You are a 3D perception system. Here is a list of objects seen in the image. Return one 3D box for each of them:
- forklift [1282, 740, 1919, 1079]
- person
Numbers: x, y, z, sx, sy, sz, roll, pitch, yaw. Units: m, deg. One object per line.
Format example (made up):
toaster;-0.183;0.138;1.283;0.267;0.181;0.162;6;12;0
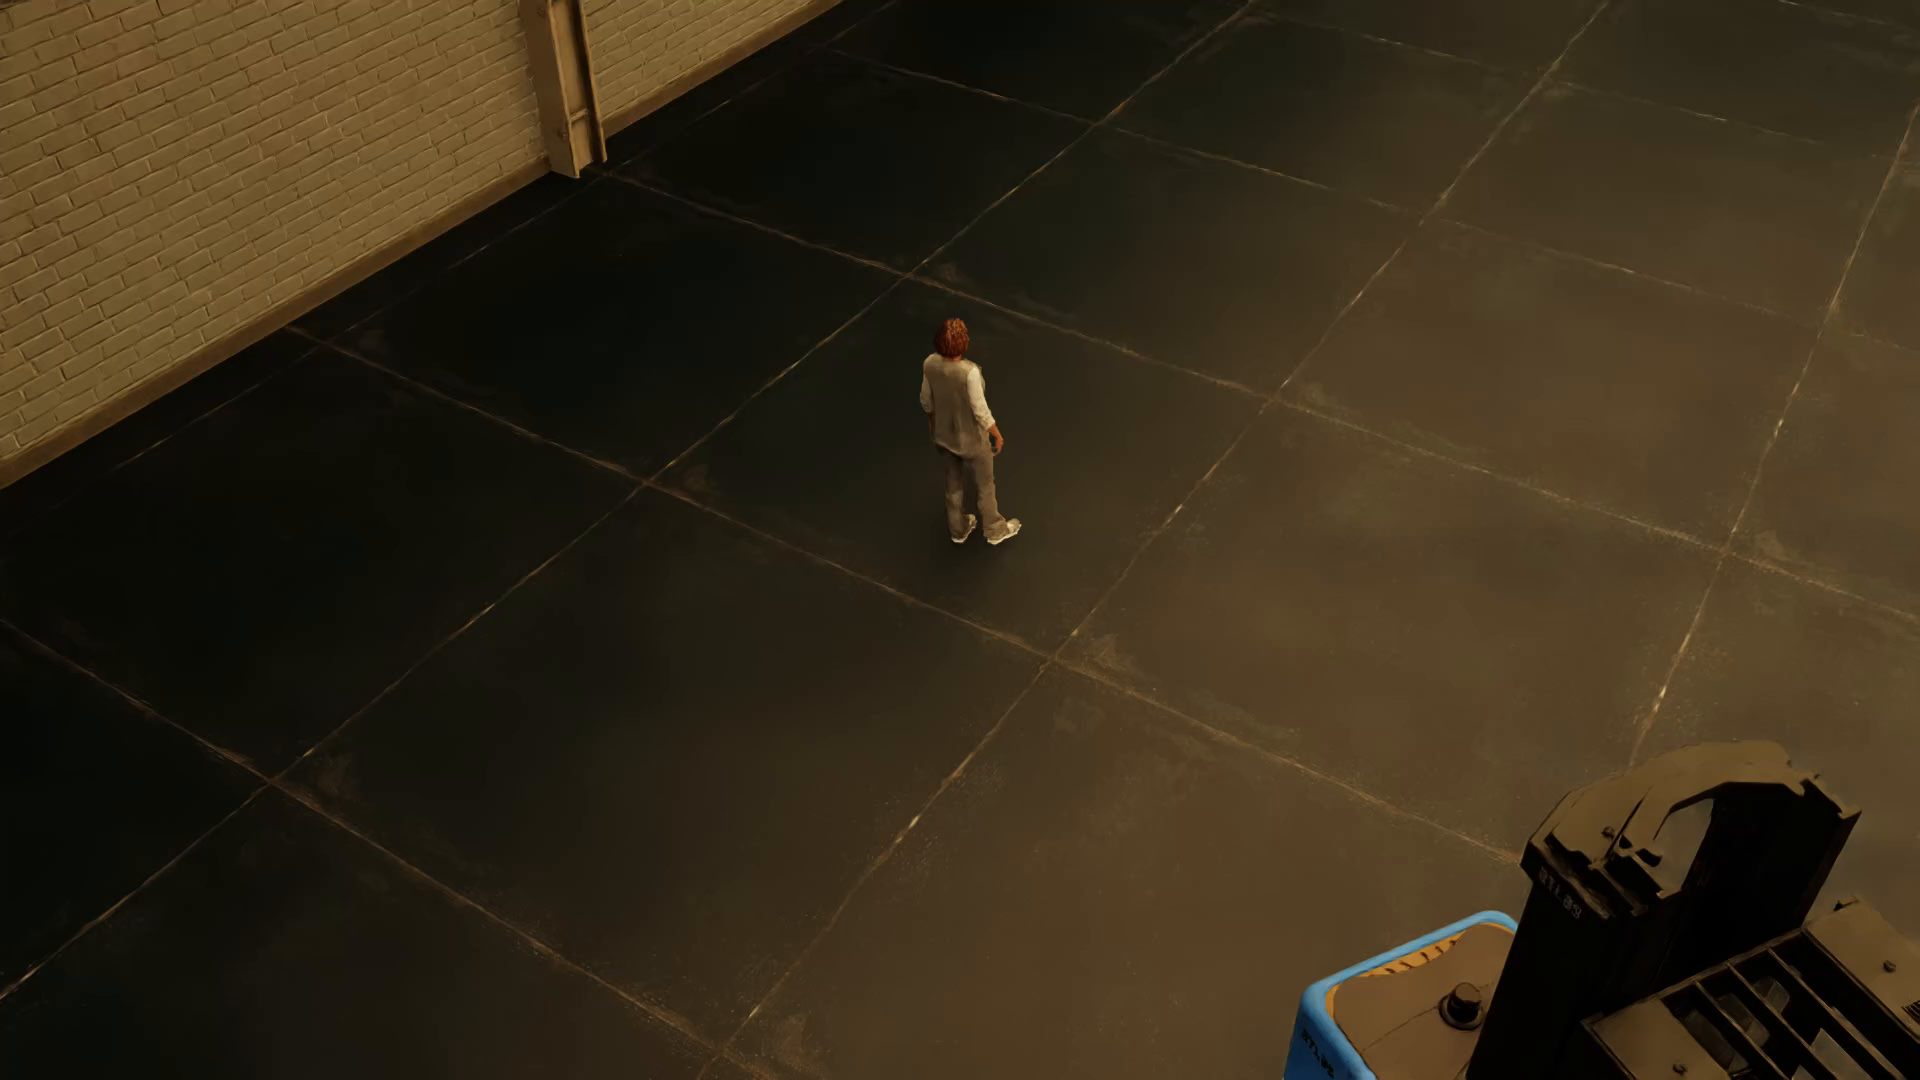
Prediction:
forklift;2.394;2.192;5.380;1.130;2.935;3.031;-17;43;-19
person;0.051;-0.650;9.755;0.521;1.597;0.474;22;45;24
